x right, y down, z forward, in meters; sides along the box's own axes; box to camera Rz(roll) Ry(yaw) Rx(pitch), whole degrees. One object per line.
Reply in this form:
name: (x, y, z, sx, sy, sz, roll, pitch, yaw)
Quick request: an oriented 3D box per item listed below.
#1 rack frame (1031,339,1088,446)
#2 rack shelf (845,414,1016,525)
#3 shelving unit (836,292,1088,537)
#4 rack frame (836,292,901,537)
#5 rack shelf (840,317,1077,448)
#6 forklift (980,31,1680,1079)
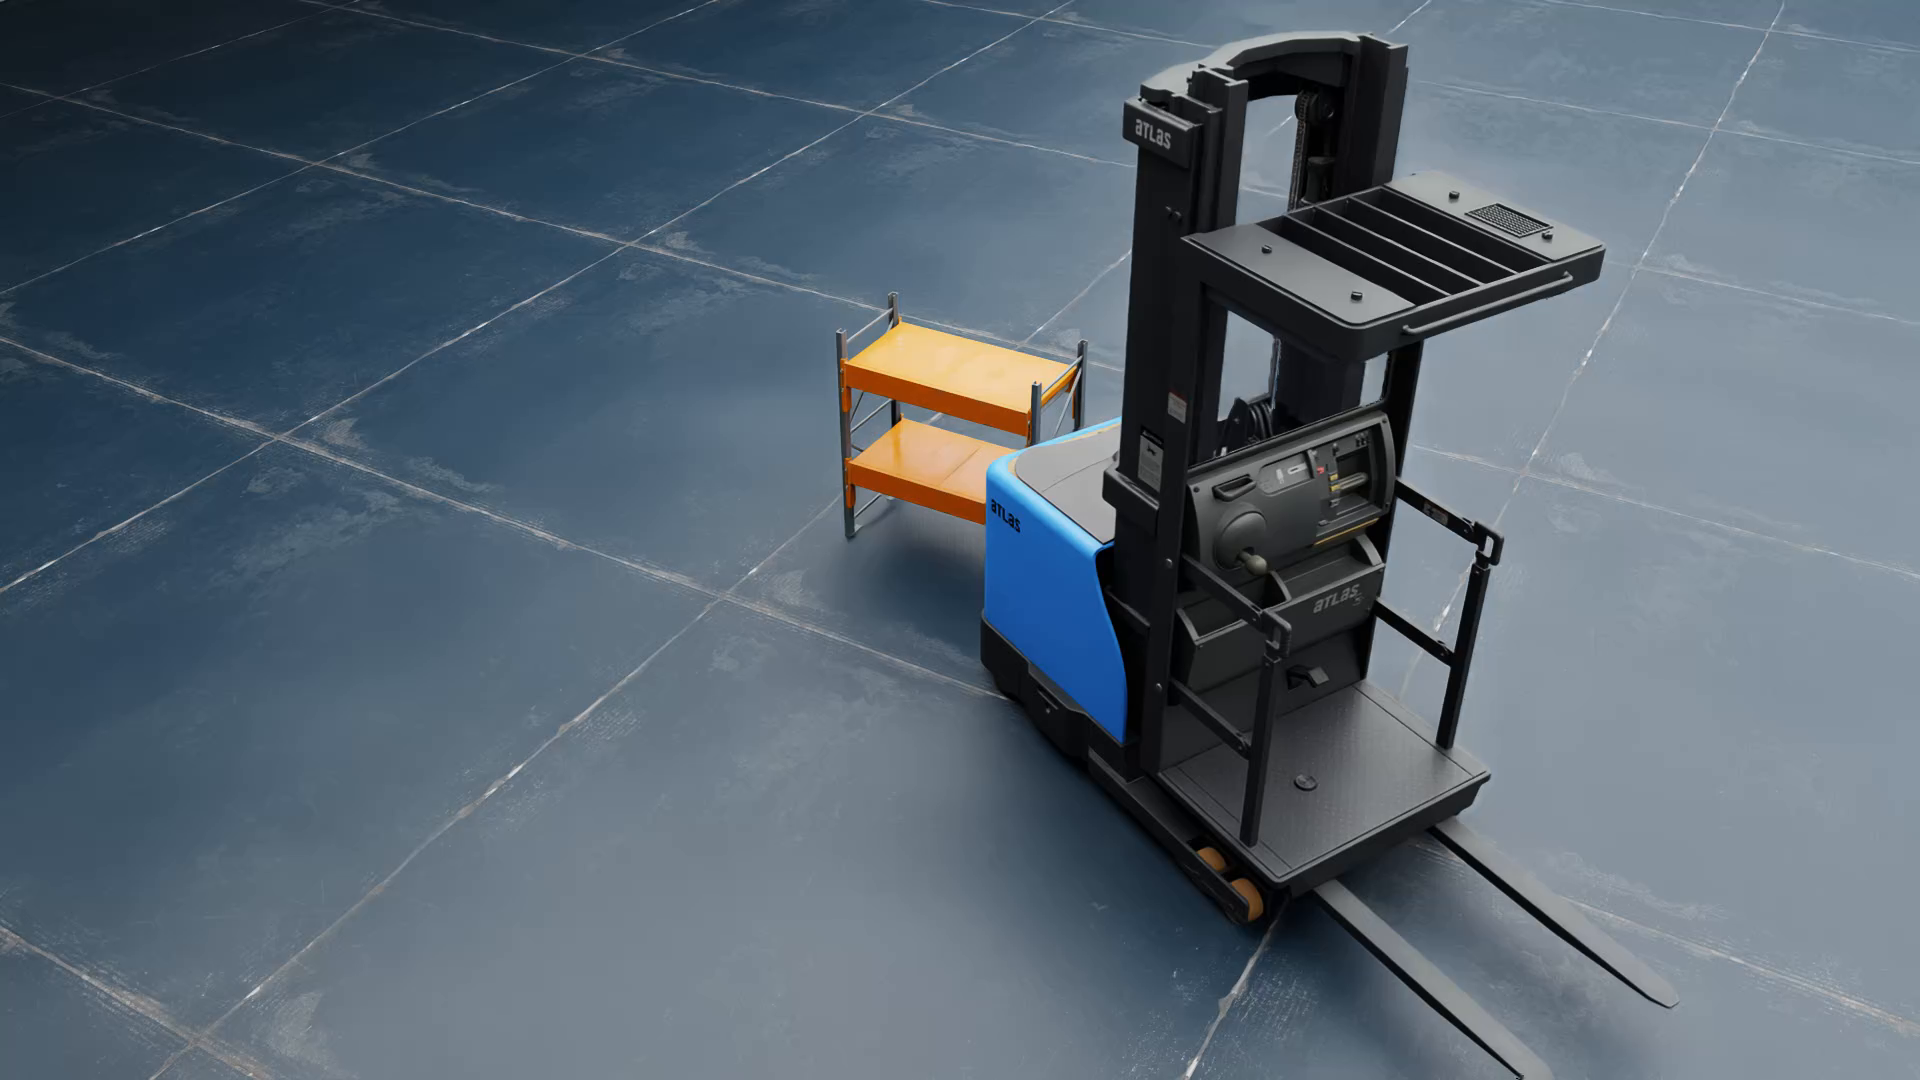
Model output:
rack frame: (0.447, -0.327, 7.725, 0.032, 1.125, 0.500, 18, 37, 24)
rack shelf: (0.006, -0.263, 8.071, 1.000, 0.278, 0.538, 18, 37, 24)
shelving unit: (0.006, -0.466, 7.935, 1.048, 1.125, 0.538, 18, 37, 24)
rack frame: (-0.435, -0.606, 8.145, 0.032, 1.125, 0.500, 18, 37, 24)
rack shelf: (0.006, -0.710, 7.773, 1.000, 0.278, 0.538, 18, 37, 24)
forklift: (1.307, -0.106, 5.765, 1.130, 2.935, 3.031, -20, 38, -27)
